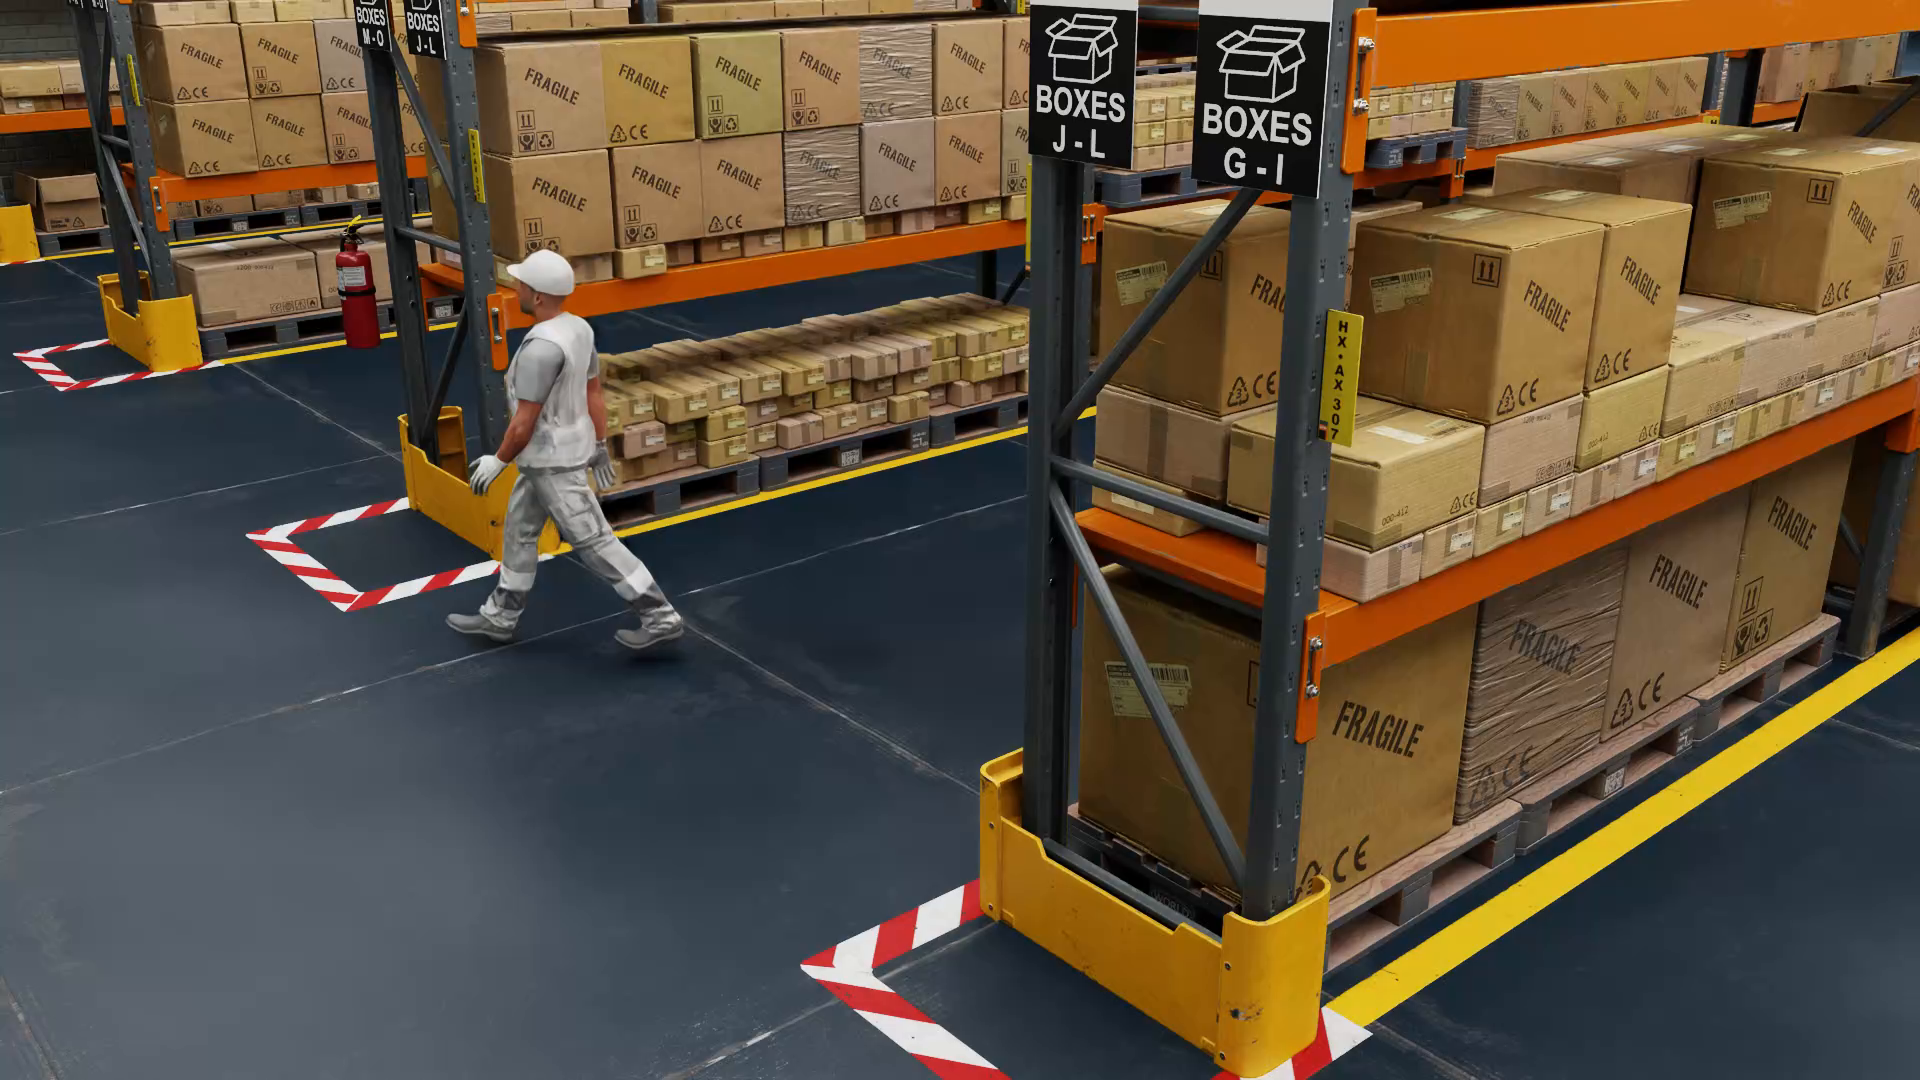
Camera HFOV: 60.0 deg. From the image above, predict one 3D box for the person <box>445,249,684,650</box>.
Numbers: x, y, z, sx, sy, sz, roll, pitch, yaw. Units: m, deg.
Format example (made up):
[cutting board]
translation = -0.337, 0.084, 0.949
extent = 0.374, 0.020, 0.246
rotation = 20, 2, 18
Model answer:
[person]
translation = -1.732, -0.342, 6.958
extent = 1.084, 1.742, 0.530
rotation = 0, 21, 0
